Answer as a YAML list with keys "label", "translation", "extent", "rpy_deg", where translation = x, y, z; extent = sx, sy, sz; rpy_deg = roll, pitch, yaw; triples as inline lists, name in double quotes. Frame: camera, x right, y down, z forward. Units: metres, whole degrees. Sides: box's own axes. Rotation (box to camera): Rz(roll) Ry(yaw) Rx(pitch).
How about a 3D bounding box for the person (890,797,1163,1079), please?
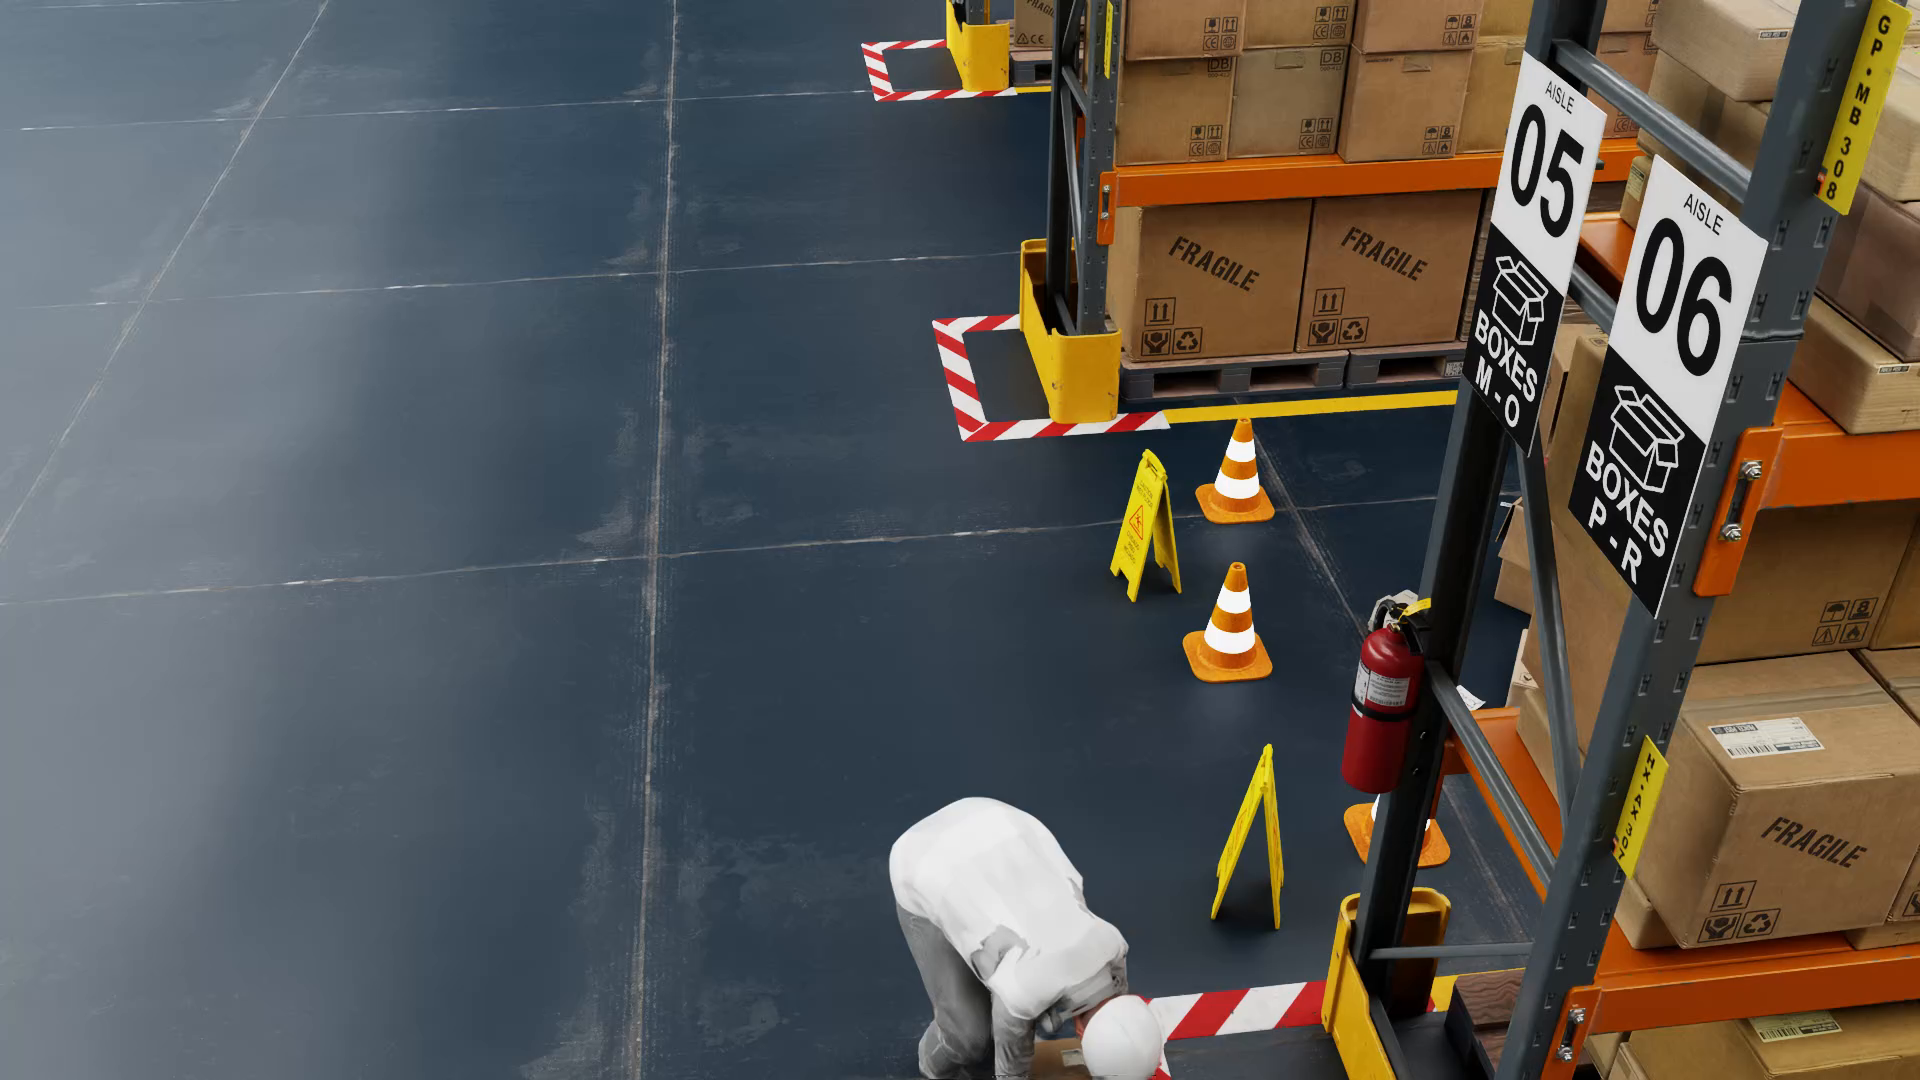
- label: "person"
  translation: [0.210, 1.341, 4.829]
  extent: [0.499, 1.029, 1.002]
  rpy_deg: [-24, 41, -30]
